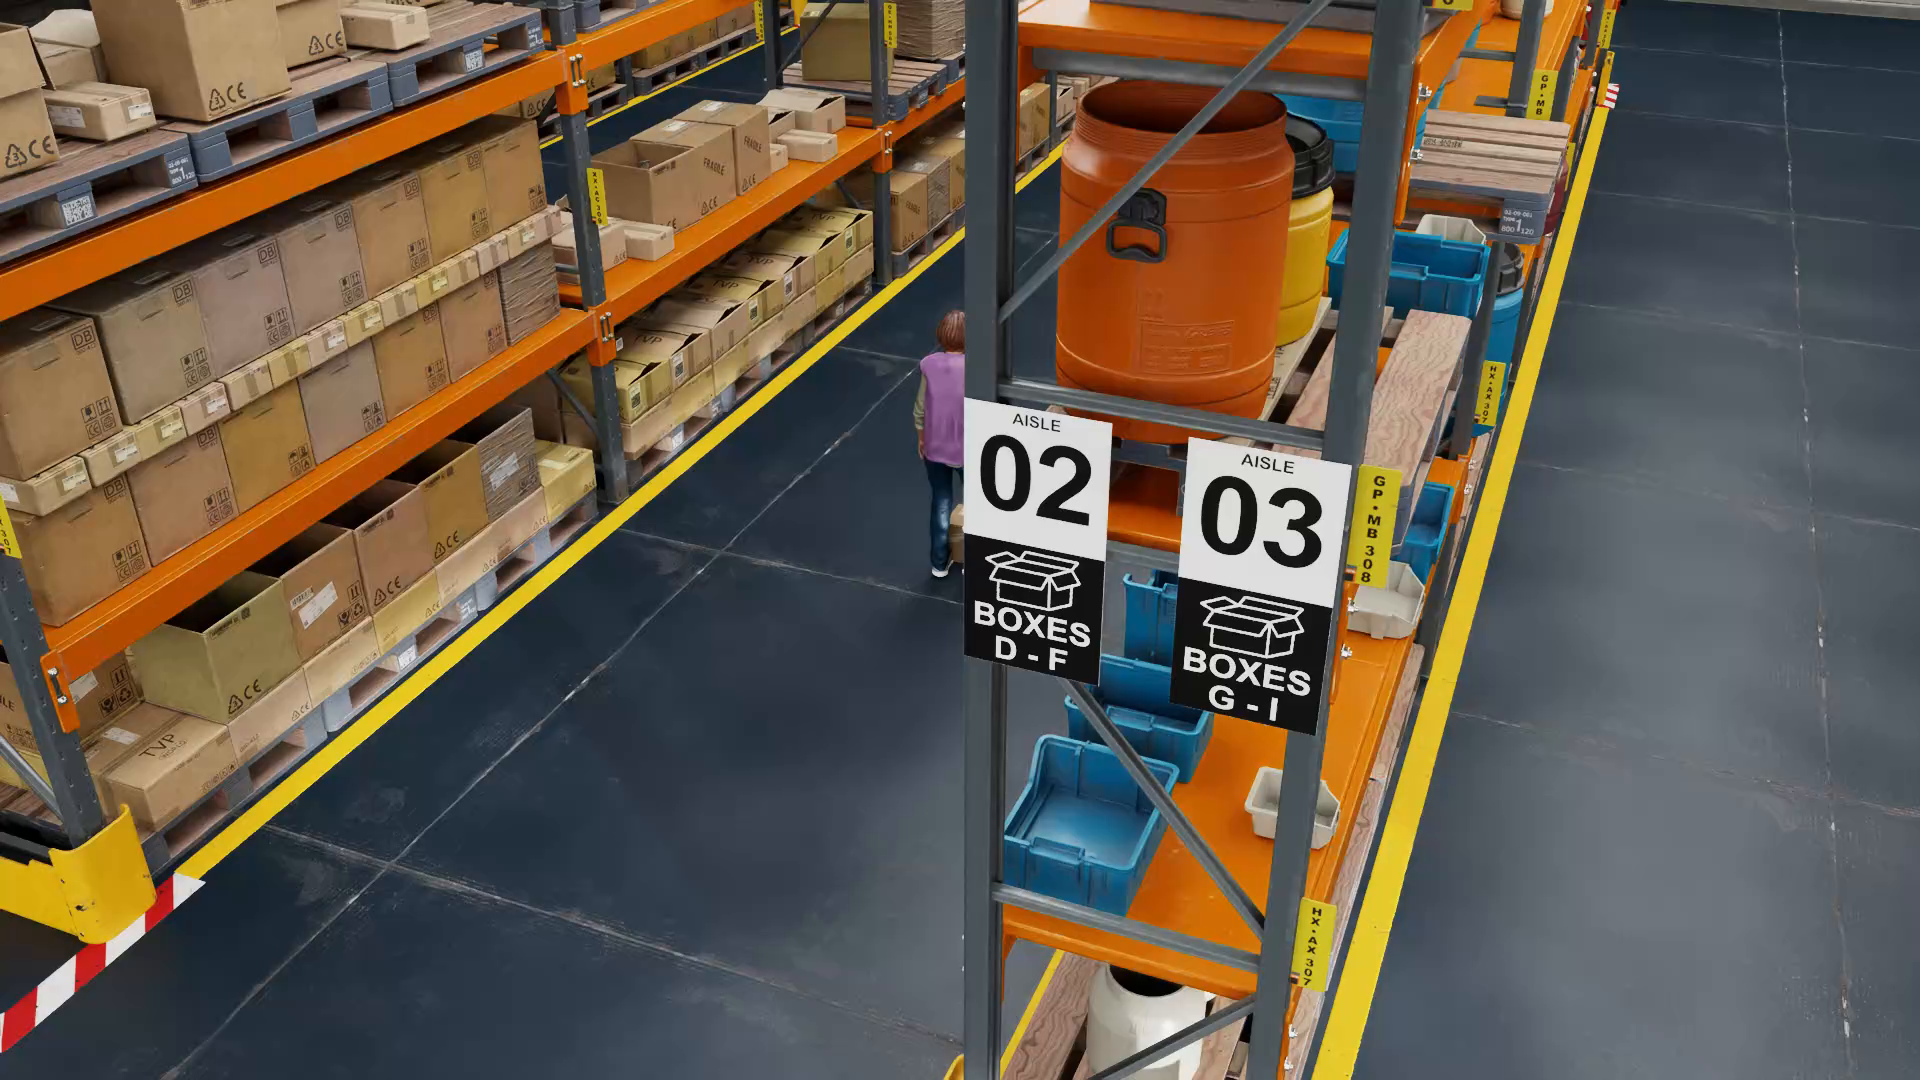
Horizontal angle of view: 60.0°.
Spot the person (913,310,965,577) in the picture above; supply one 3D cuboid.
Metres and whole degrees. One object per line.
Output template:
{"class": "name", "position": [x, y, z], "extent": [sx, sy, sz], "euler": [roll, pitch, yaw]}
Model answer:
{"class": "person", "position": [-0.020, -0.500, 9.260], "extent": [0.484, 1.594, 0.340], "euler": [10, 32, 17]}
